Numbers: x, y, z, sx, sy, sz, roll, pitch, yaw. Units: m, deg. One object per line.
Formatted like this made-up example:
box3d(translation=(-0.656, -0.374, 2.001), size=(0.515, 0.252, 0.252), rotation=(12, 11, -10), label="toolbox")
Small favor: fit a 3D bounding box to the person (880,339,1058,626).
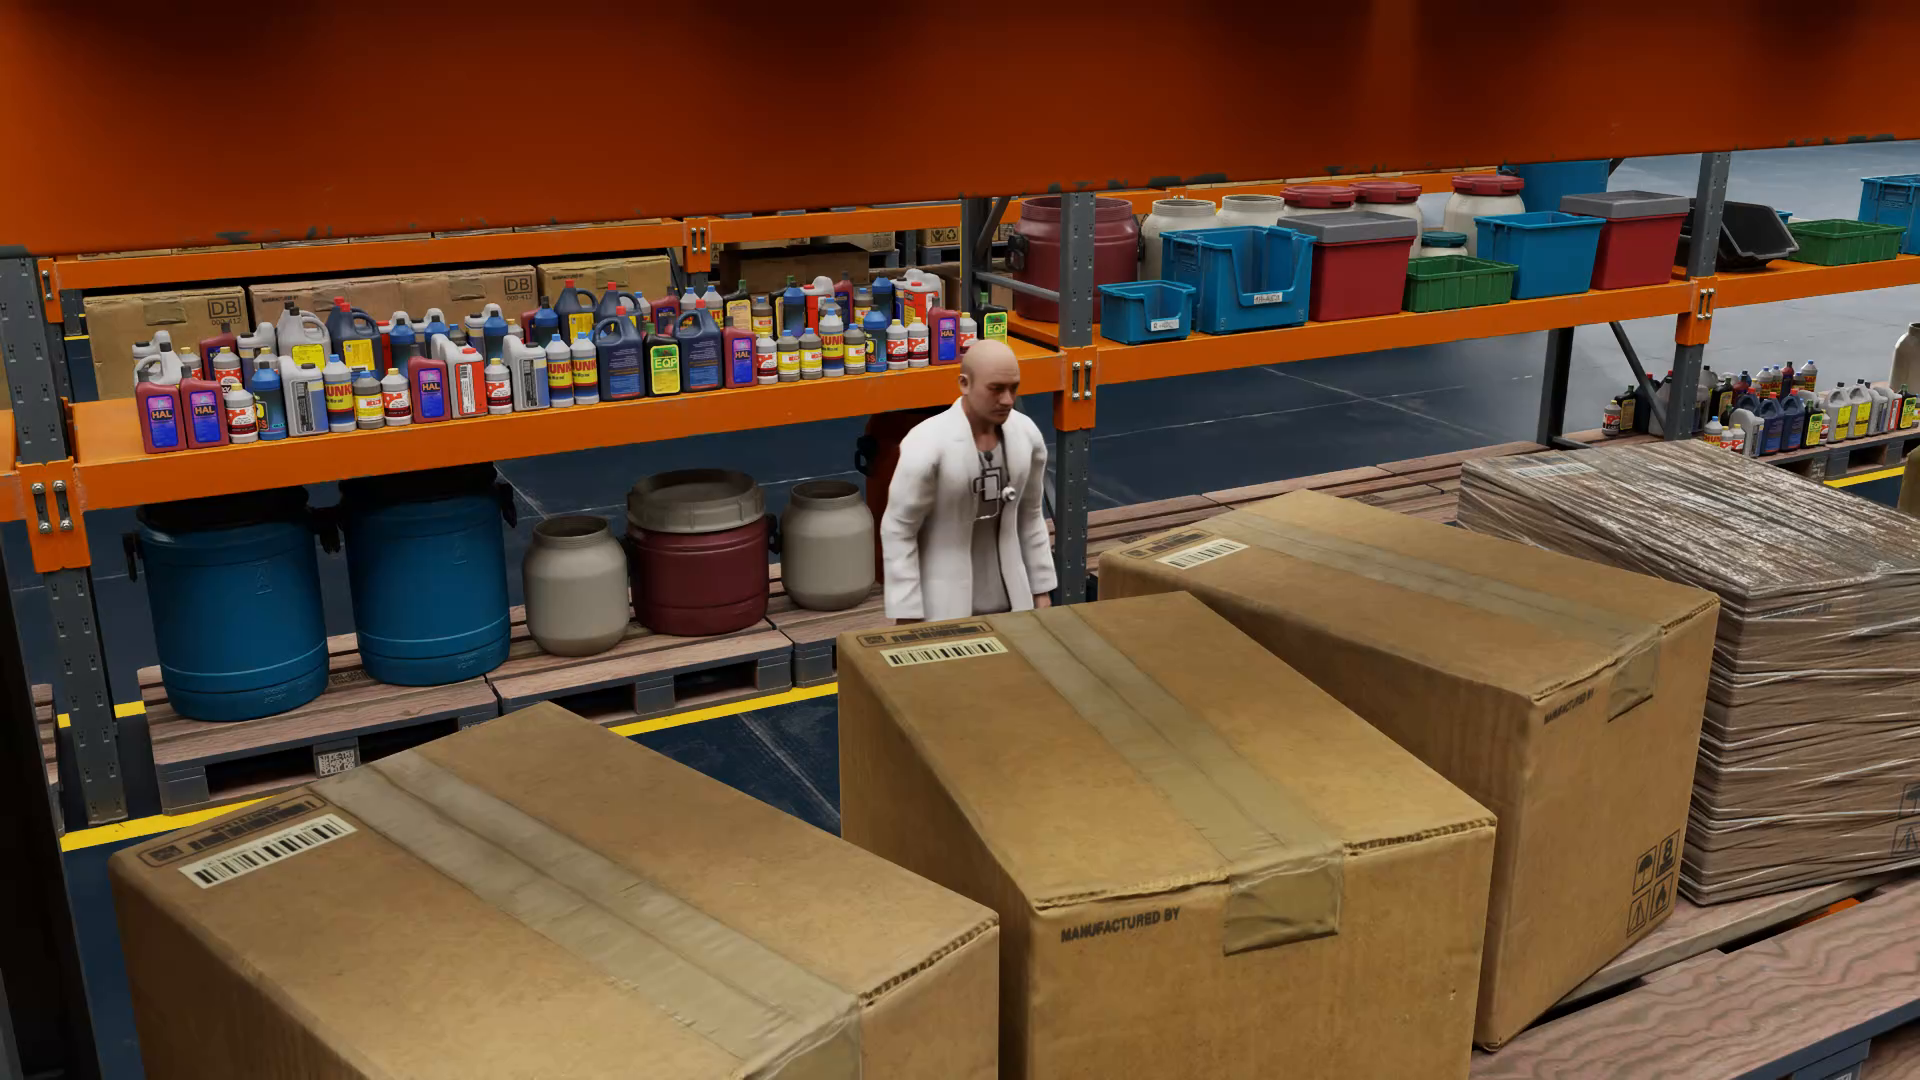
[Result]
box3d(translation=(0.046, 0.218, 5.422), size=(0.646, 1.772, 0.429), rotation=(-11, 21, -30), label="person")
